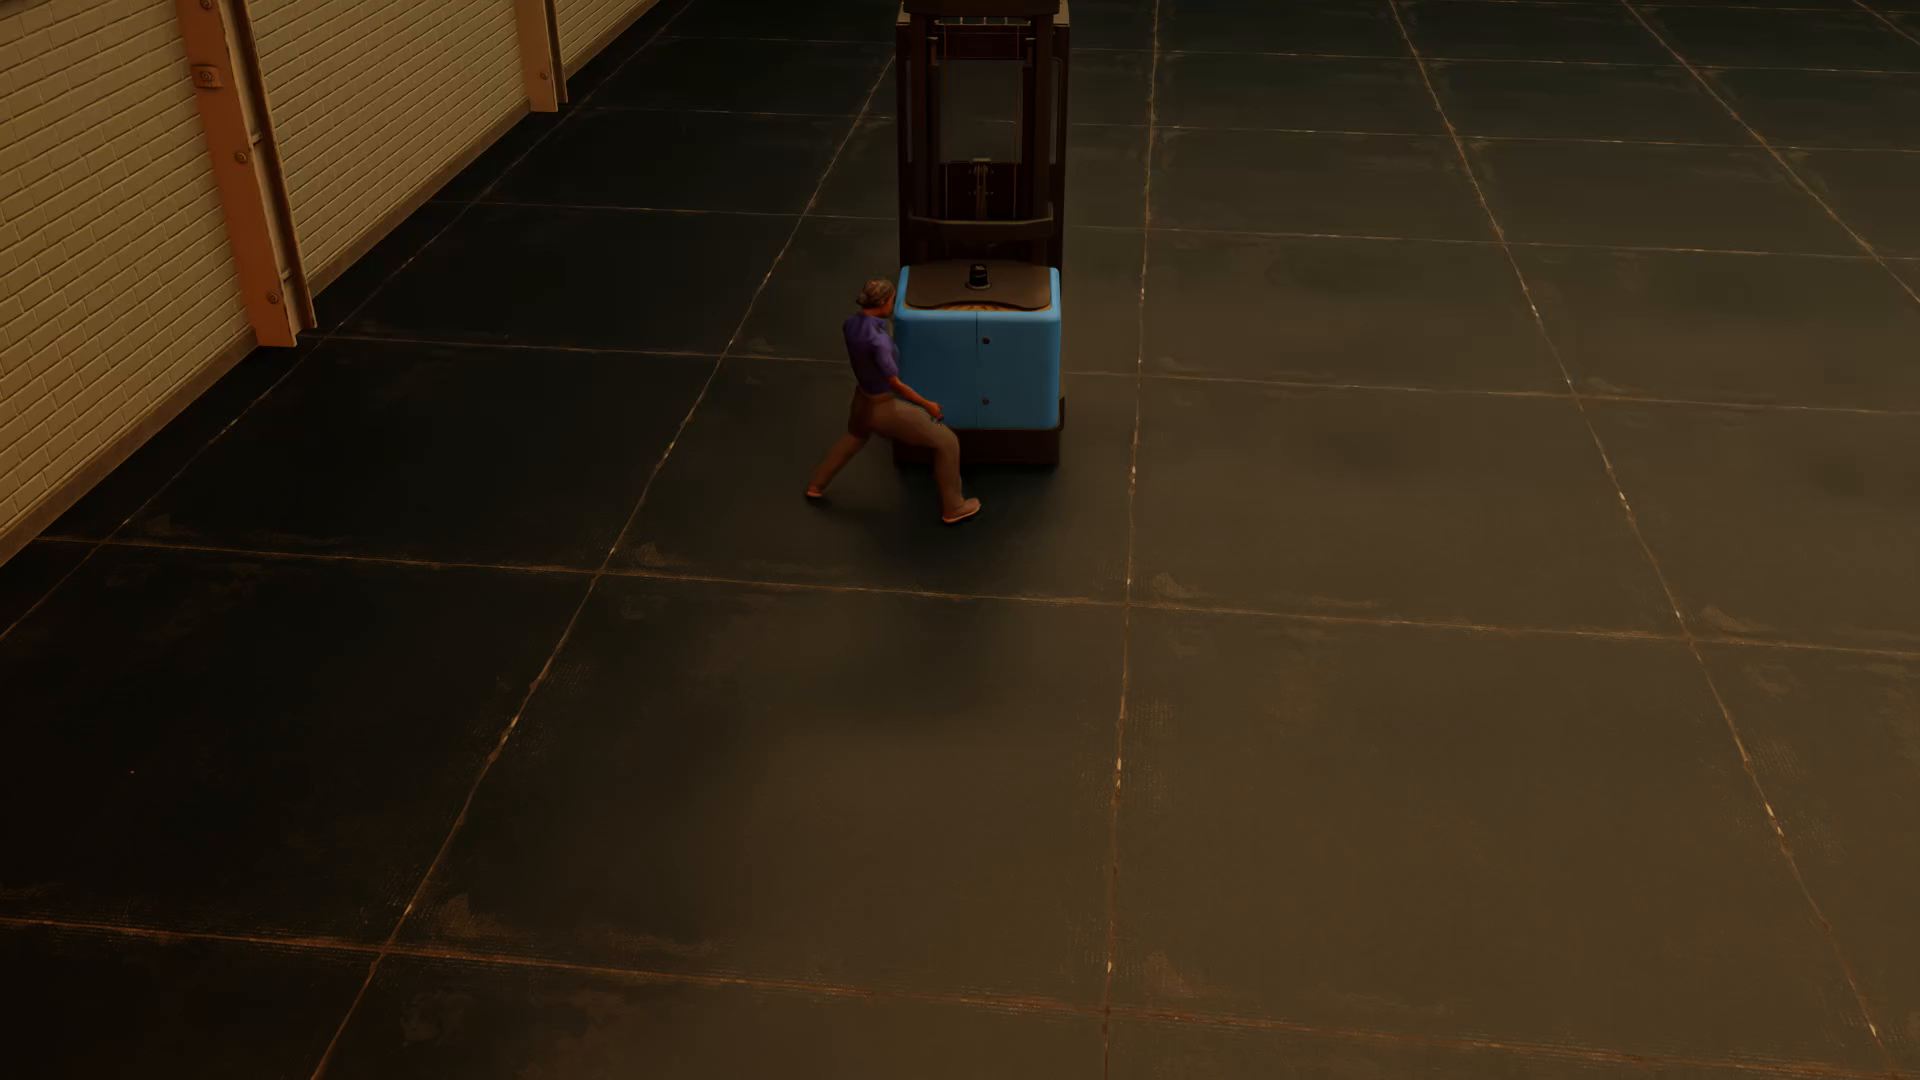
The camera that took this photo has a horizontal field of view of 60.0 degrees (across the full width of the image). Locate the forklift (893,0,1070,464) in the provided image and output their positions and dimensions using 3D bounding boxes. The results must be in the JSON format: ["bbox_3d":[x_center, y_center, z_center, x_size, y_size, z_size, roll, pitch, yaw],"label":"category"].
[{"bbox_3d":[0.149,-2.456,11.066,1.130,2.935,3.031,1,31,2],"label":"forklift"}]

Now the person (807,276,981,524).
[{"bbox_3d":[-0.431,-0.847,9.821,0.868,1.522,0.933,-15,34,-24],"label":"person"}]
